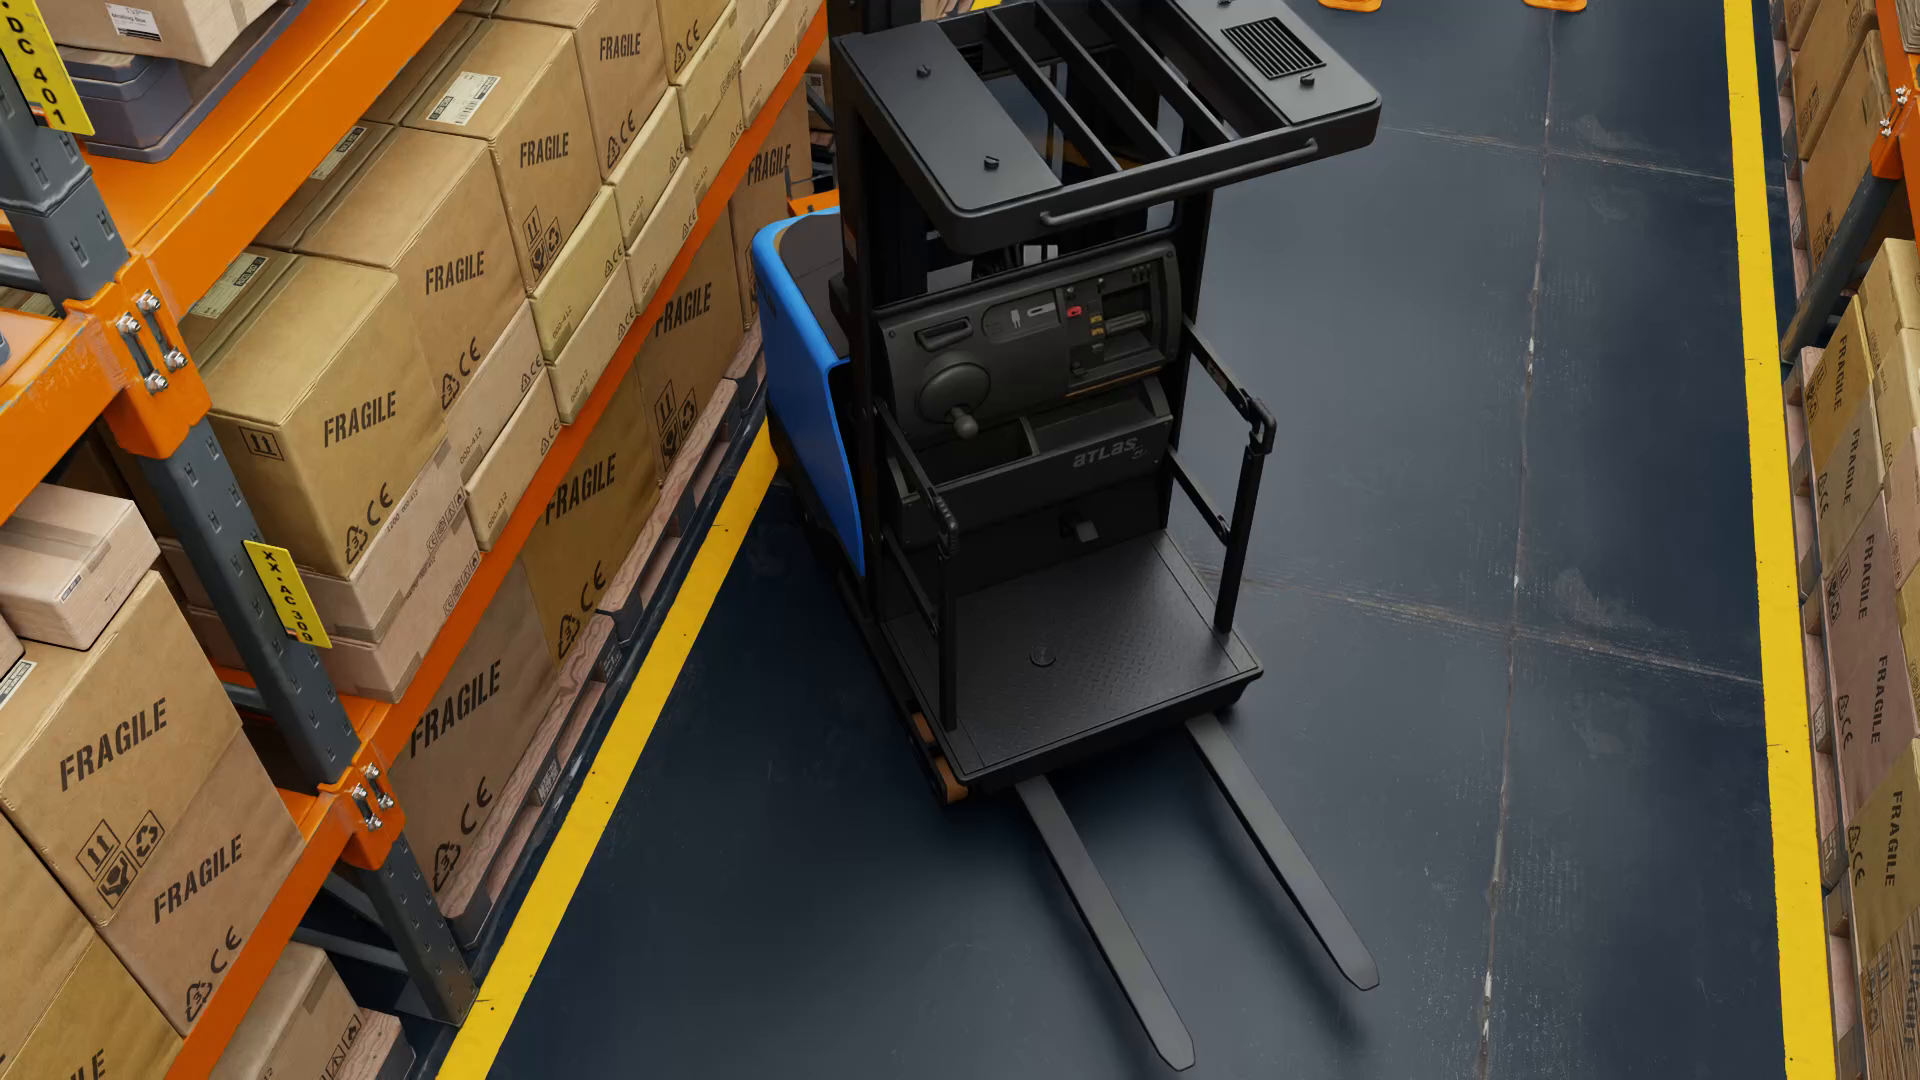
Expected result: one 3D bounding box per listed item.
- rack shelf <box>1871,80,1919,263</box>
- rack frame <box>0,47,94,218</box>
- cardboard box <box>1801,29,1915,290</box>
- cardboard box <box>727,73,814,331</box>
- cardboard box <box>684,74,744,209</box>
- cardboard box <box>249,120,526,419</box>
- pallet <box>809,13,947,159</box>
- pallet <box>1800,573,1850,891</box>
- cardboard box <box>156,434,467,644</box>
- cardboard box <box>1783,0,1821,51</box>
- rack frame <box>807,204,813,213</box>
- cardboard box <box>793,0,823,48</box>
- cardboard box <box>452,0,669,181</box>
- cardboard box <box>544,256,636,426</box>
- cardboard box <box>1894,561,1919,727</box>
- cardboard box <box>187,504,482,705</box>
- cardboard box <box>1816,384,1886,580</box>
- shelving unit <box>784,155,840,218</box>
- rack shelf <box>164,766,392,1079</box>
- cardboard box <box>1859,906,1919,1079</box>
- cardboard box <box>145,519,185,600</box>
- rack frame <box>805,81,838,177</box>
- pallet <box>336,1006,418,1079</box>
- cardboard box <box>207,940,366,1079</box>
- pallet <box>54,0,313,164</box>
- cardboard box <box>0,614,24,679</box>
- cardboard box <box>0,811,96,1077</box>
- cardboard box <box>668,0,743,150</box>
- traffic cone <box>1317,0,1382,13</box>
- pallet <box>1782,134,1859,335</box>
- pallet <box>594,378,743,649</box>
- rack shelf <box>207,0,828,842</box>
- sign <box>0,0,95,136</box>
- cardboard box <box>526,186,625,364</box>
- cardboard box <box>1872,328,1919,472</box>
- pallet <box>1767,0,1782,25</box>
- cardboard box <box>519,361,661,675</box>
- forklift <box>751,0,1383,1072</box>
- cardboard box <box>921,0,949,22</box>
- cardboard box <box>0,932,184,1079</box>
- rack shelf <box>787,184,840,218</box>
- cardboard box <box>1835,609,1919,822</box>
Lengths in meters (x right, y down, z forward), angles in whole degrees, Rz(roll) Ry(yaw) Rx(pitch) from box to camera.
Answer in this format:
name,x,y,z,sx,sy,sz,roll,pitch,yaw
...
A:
name,x,y,z,sx,sy,sz,roll,pitch,yaw
rack shelf,3.375,0.018,4.713,1.077,0.370,4.000,12,50,10
rack frame,-1.954,-1.662,1.715,1.000,3.000,0.127,12,50,10
cardboard box,4.148,-1.484,6.779,1.050,0.750,0.750,11,49,10
cardboard box,-1.163,-1.523,6.731,0.875,0.875,0.875,11,50,10
cardboard box,-1.051,-1.370,5.559,0.500,0.250,0.500,11,50,10
cardboard box,-1.454,-0.676,4.112,0.500,0.500,0.500,11,50,10
pallet,-0.694,-2.213,8.062,1.003,0.211,1.213,12,50,10
pallet,3.371,0.701,5.491,1.003,0.211,1.213,12,50,10
cardboard box,-1.566,-0.055,4.065,0.500,0.250,0.500,10,49,9
cardboard box,4.620,-2.791,7.933,1.050,0.750,0.750,12,50,10
rack frame,-0.447,-0.862,6.307,0.200,1.050,0.008,-18,51,-15
cardboard box,-0.784,-2.104,6.206,0.500,0.250,0.500,10,49,9
cardboard box,-1.189,-1.413,4.763,0.500,0.500,0.500,11,49,9
cardboard box,-1.298,-0.636,4.910,0.500,0.250,0.500,11,50,10
cardboard box,3.074,0.324,4.851,0.500,0.250,0.500,10,49,8
cardboard box,-1.583,0.106,4.255,0.500,0.250,0.500,11,49,9
cardboard box,3.340,-0.153,5.771,0.500,0.500,0.500,12,50,10
shelving unit,-0.496,-0.945,6.382,0.215,1.050,0.252,-18,51,-15
rack shelf,-2.480,2.008,2.957,1.077,0.370,4.000,12,50,10
cardboard box,2.800,1.330,4.463,0.500,0.500,0.500,11,49,9
cardboard box,-2.072,-0.160,4.157,0.500,0.250,0.500,12,50,10
rack frame,-0.901,-2.570,6.518,1.000,3.000,0.127,12,50,10
pallet,-2.230,1.780,4.538,1.003,0.211,1.213,12,50,10
cardboard box,-2.223,1.465,4.385,0.875,0.438,0.875,11,49,9
pallet,-1.760,-1.279,3.505,0.805,0.209,1.217,10,49,9
cardboard box,-1.902,0.199,2.907,0.380,0.149,0.250,13,50,11
cardboard box,-1.953,0.720,2.880,0.500,0.500,0.500,11,49,9
cardboard box,-1.030,-1.540,5.375,0.500,0.250,0.500,10,49,9
traffic cone,2.064,-3.044,8.628,0.336,0.463,0.334,12,50,10
pallet,4.181,-1.299,7.256,1.003,0.211,1.213,12,50,10
pallet,-1.504,-0.213,6.297,1.003,0.211,1.213,12,50,10
rack shelf,-1.428,-0.886,5.511,1.077,0.370,4.000,12,50,10
sign,-1.418,-0.758,2.520,0.100,0.325,0.005,12,50,10
cardboard box,-1.297,-0.798,4.720,0.500,0.250,0.500,12,50,11
cardboard box,3.353,-0.409,5.497,0.500,0.250,0.500,11,49,10
pallet,4.823,-3.064,8.814,1.003,0.211,1.213,12,50,10
cardboard box,-1.638,-0.232,5.591,0.875,0.875,0.875,13,50,11
forklift,0.309,-0.477,4.716,1.130,2.935,3.031,-18,51,-15
cardboard box,-0.556,-2.782,8.177,0.950,0.372,0.625,11,49,9
cardboard box,-1.959,1.049,3.257,0.500,0.500,0.500,10,49,9
rack shelf,-0.497,-1.127,6.179,0.215,0.259,0.240,-18,51,-15
cardboard box,3.075,0.589,5.117,0.500,0.500,0.500,11,49,9
